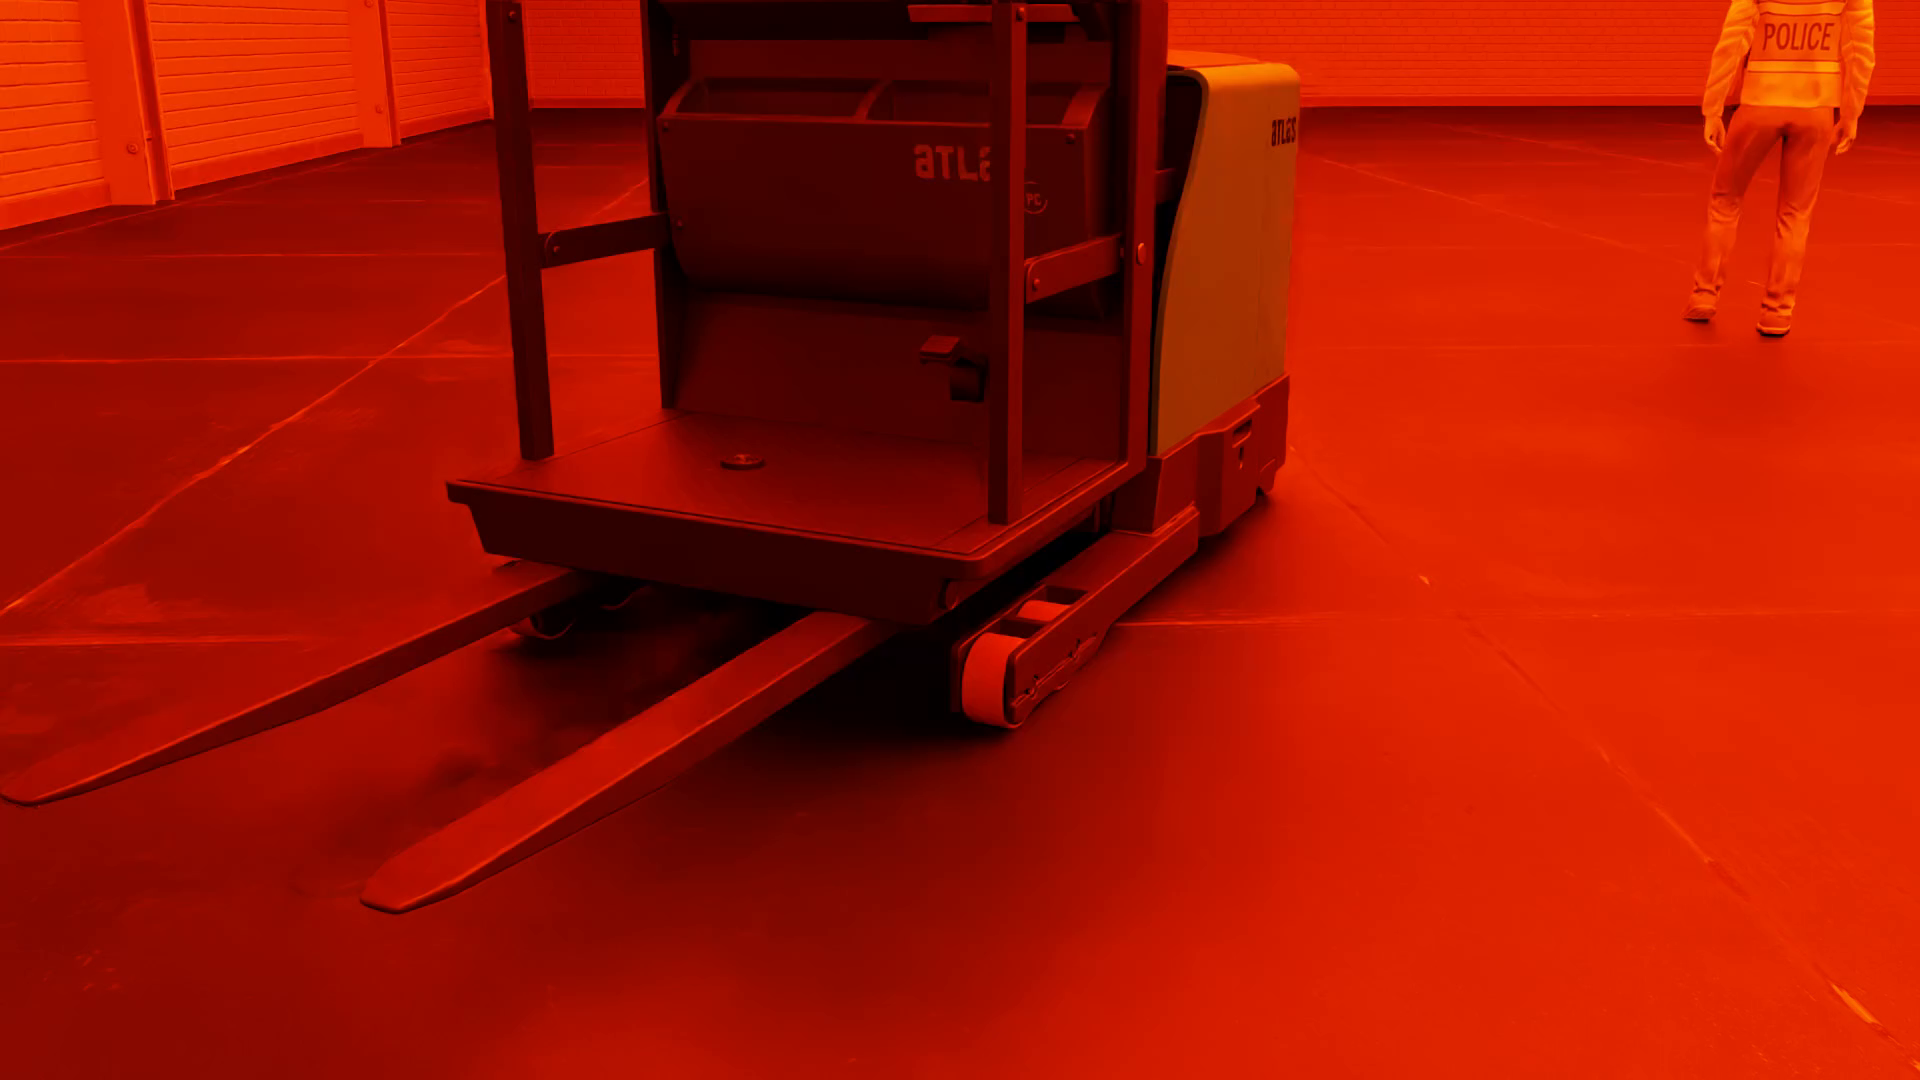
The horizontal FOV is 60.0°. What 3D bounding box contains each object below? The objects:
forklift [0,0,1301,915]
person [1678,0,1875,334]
[{"bbox_3d":[-0.254,-1.222,2.902,1.130,2.935,3.031,8,19,25],"label":"forklift"},{"bbox_3d":[3.222,-1.630,6.533,0.582,1.721,0.519,7,18,21],"label":"person"}]
